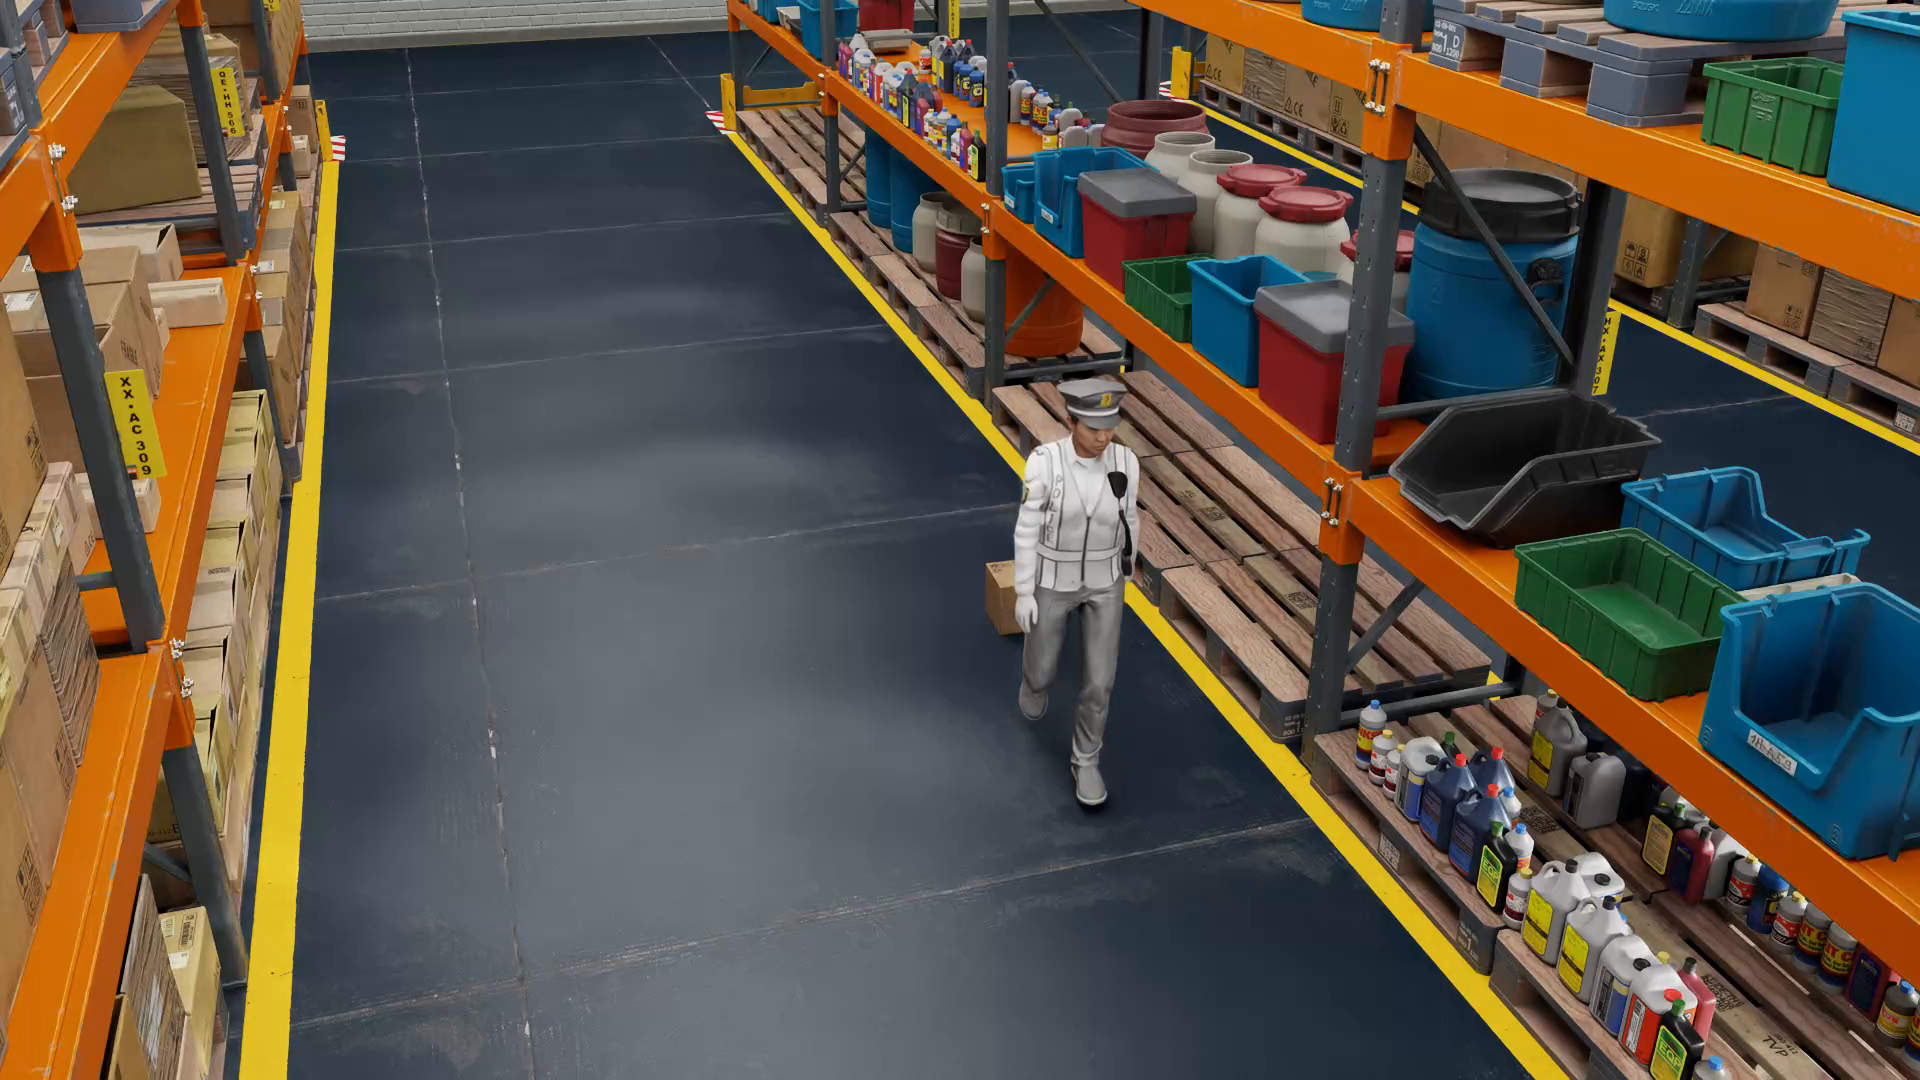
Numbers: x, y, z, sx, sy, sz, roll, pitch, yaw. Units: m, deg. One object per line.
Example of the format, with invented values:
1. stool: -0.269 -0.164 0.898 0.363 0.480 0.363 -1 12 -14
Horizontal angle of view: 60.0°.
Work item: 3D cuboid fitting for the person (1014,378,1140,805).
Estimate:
1. person: 0.431 0.138 6.281 0.486 1.644 0.696 -2 27 -5
